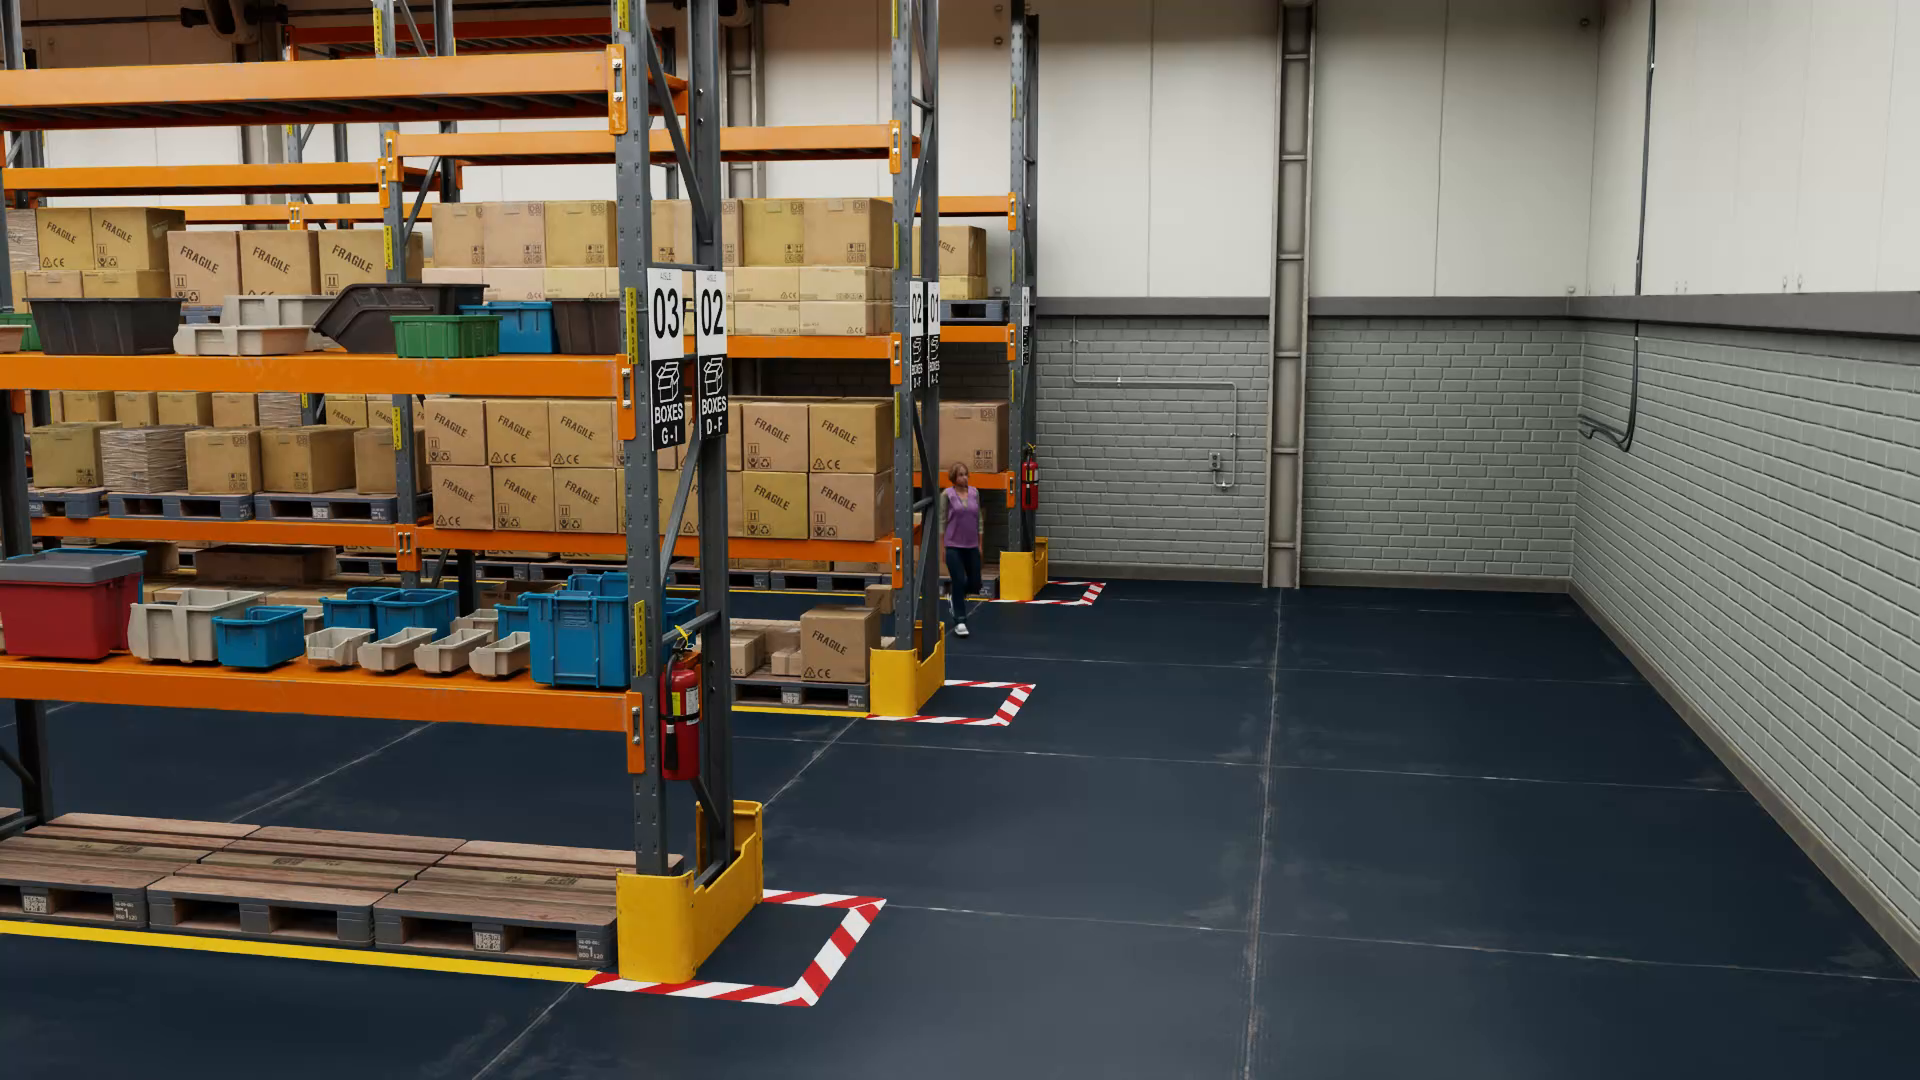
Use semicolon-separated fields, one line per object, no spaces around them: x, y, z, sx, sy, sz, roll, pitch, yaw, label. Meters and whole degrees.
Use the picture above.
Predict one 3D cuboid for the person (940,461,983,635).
-0.005;0.056;15.354;0.425;1.575;0.629;-3;9;-20;person
